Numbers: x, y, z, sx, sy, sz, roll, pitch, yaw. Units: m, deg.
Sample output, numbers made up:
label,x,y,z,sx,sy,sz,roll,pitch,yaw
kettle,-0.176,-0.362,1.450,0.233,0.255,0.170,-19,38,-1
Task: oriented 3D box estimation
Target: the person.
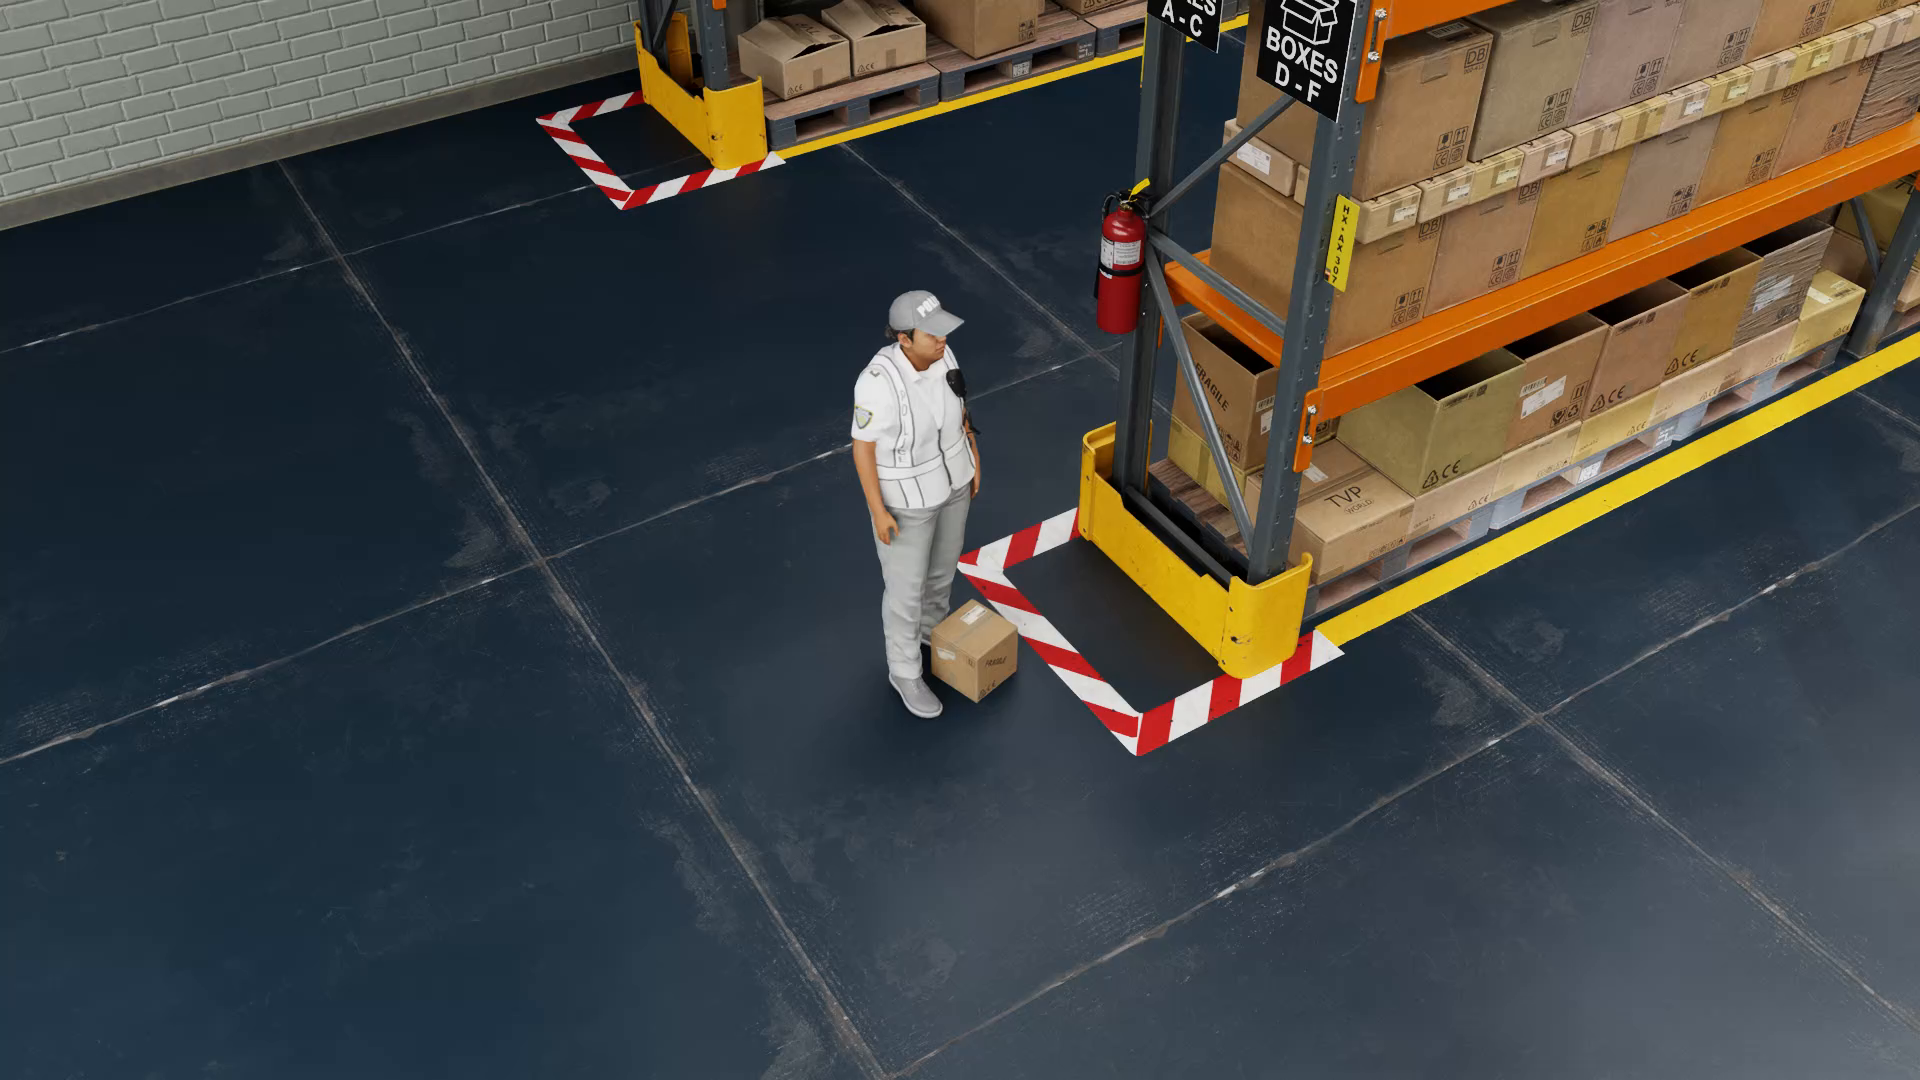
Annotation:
label,x,y,z,sx,sy,sz,roll,pitch,yaw
person,-0.108,-0.158,6.322,0.529,1.670,0.598,32,50,32
